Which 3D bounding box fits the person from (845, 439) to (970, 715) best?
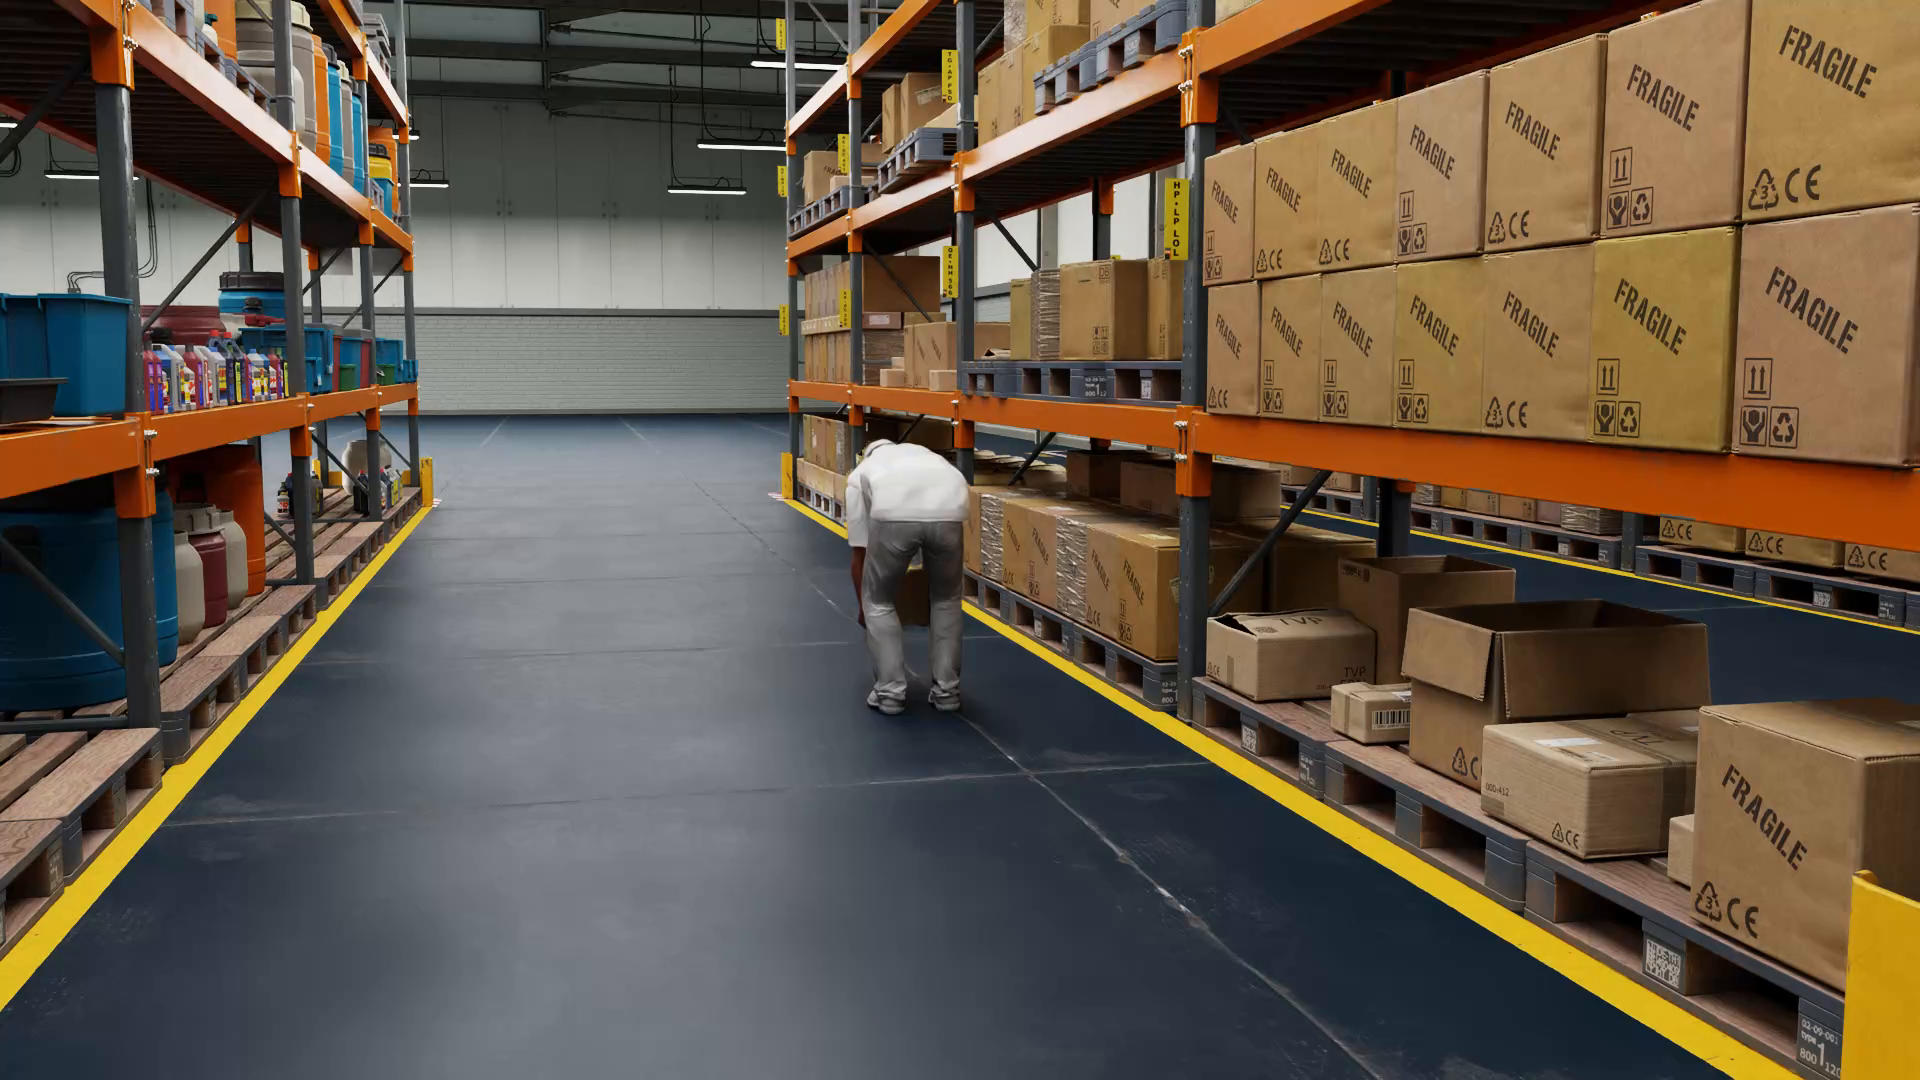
[{"bbox_3d":[-0.263,0.140,7.434,0.479,1.148,0.974,-2,6,-15],"label":"person"}]
